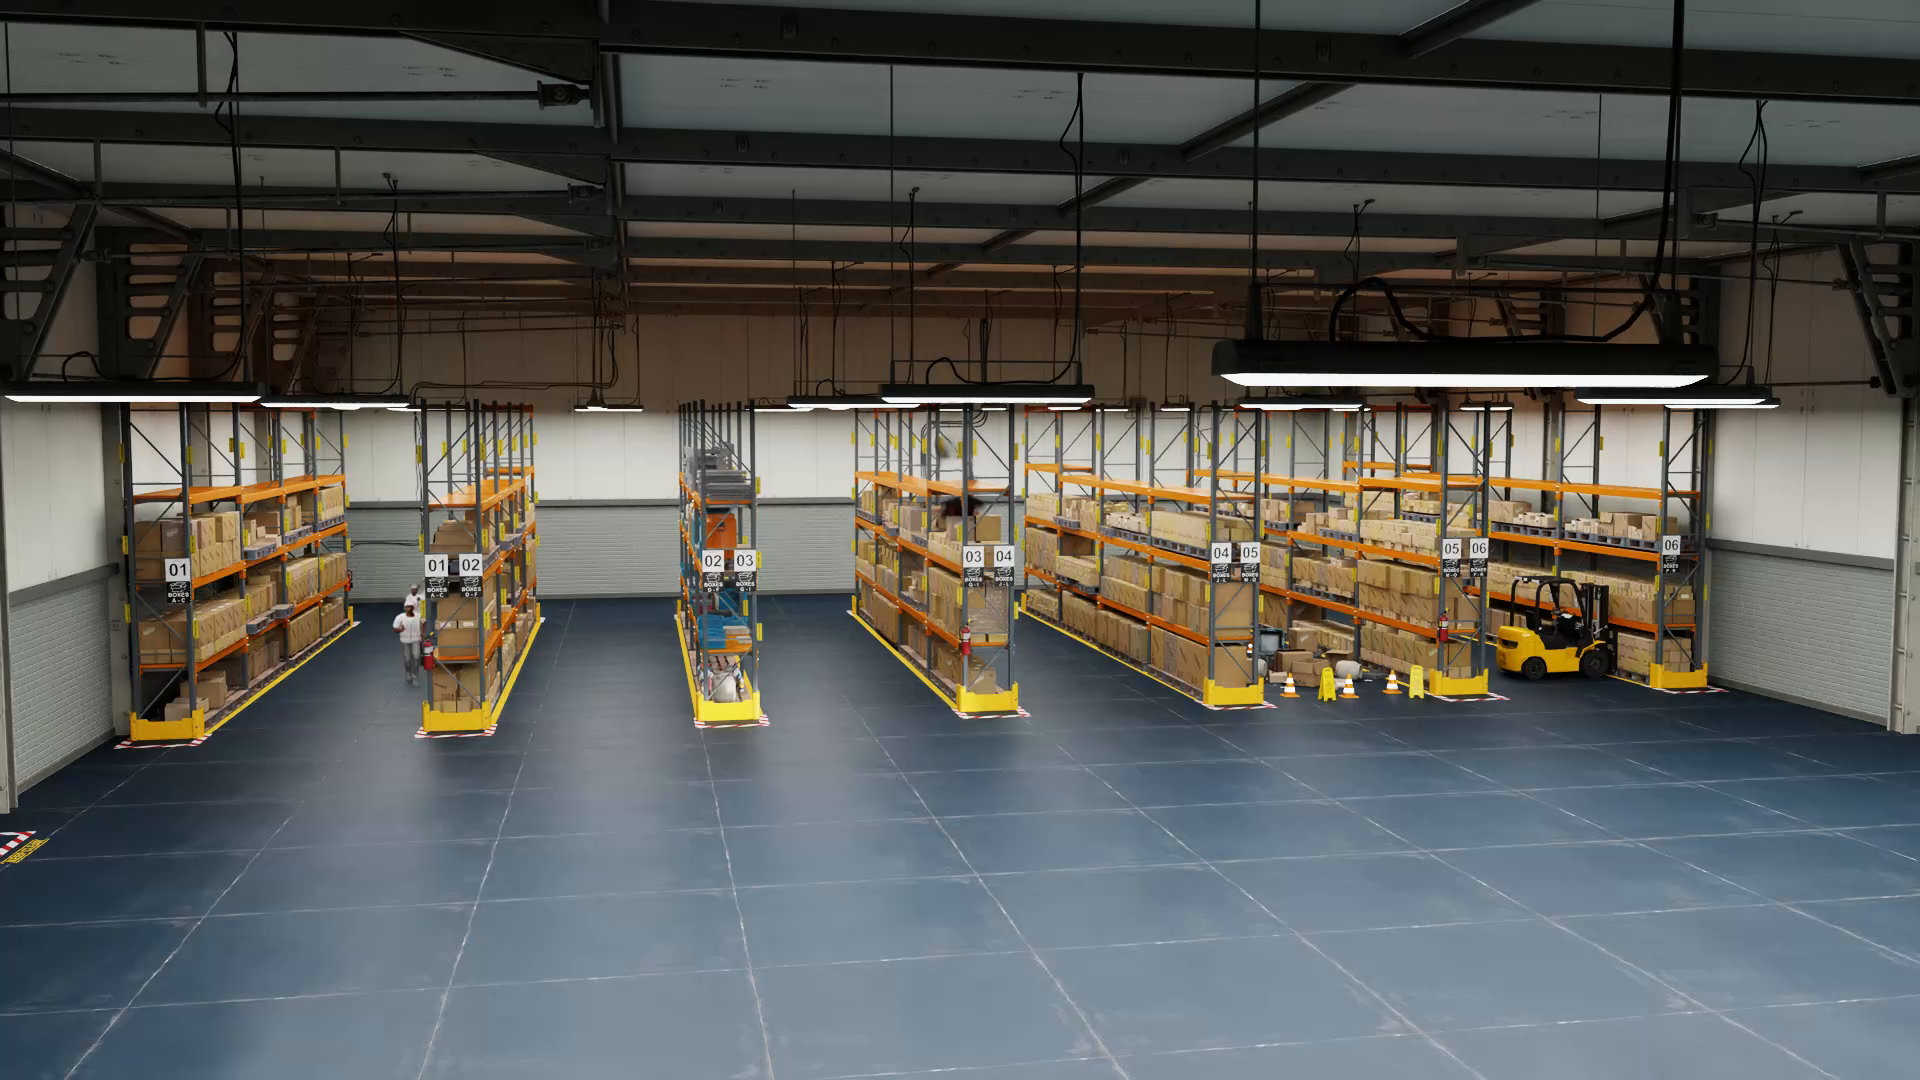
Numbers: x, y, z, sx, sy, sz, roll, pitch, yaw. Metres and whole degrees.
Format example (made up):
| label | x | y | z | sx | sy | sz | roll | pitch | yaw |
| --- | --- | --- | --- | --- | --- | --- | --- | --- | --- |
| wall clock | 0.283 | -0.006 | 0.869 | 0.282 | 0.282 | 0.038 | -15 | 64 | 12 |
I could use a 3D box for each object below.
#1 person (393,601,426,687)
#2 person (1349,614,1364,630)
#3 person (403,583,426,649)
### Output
| label | x | y | z | sx | sy | sz | roll | pitch | yaw |
| --- | --- | --- | --- | --- | --- | --- | --- | --- | --- |
| person | -11.614 | 2.163 | 35.133 | 0.695 | 1.771 | 0.962 | -2 | 5 | -21 |
| person | 10.450 | 1.616 | 43.653 | 0.574 | 1.617 | 0.570 | -1 | 5 | -17 |
| person | -13.135 | 1.872 | 40.065 | 0.560 | 1.656 | 0.570 | 0 | 4 | -5 |
